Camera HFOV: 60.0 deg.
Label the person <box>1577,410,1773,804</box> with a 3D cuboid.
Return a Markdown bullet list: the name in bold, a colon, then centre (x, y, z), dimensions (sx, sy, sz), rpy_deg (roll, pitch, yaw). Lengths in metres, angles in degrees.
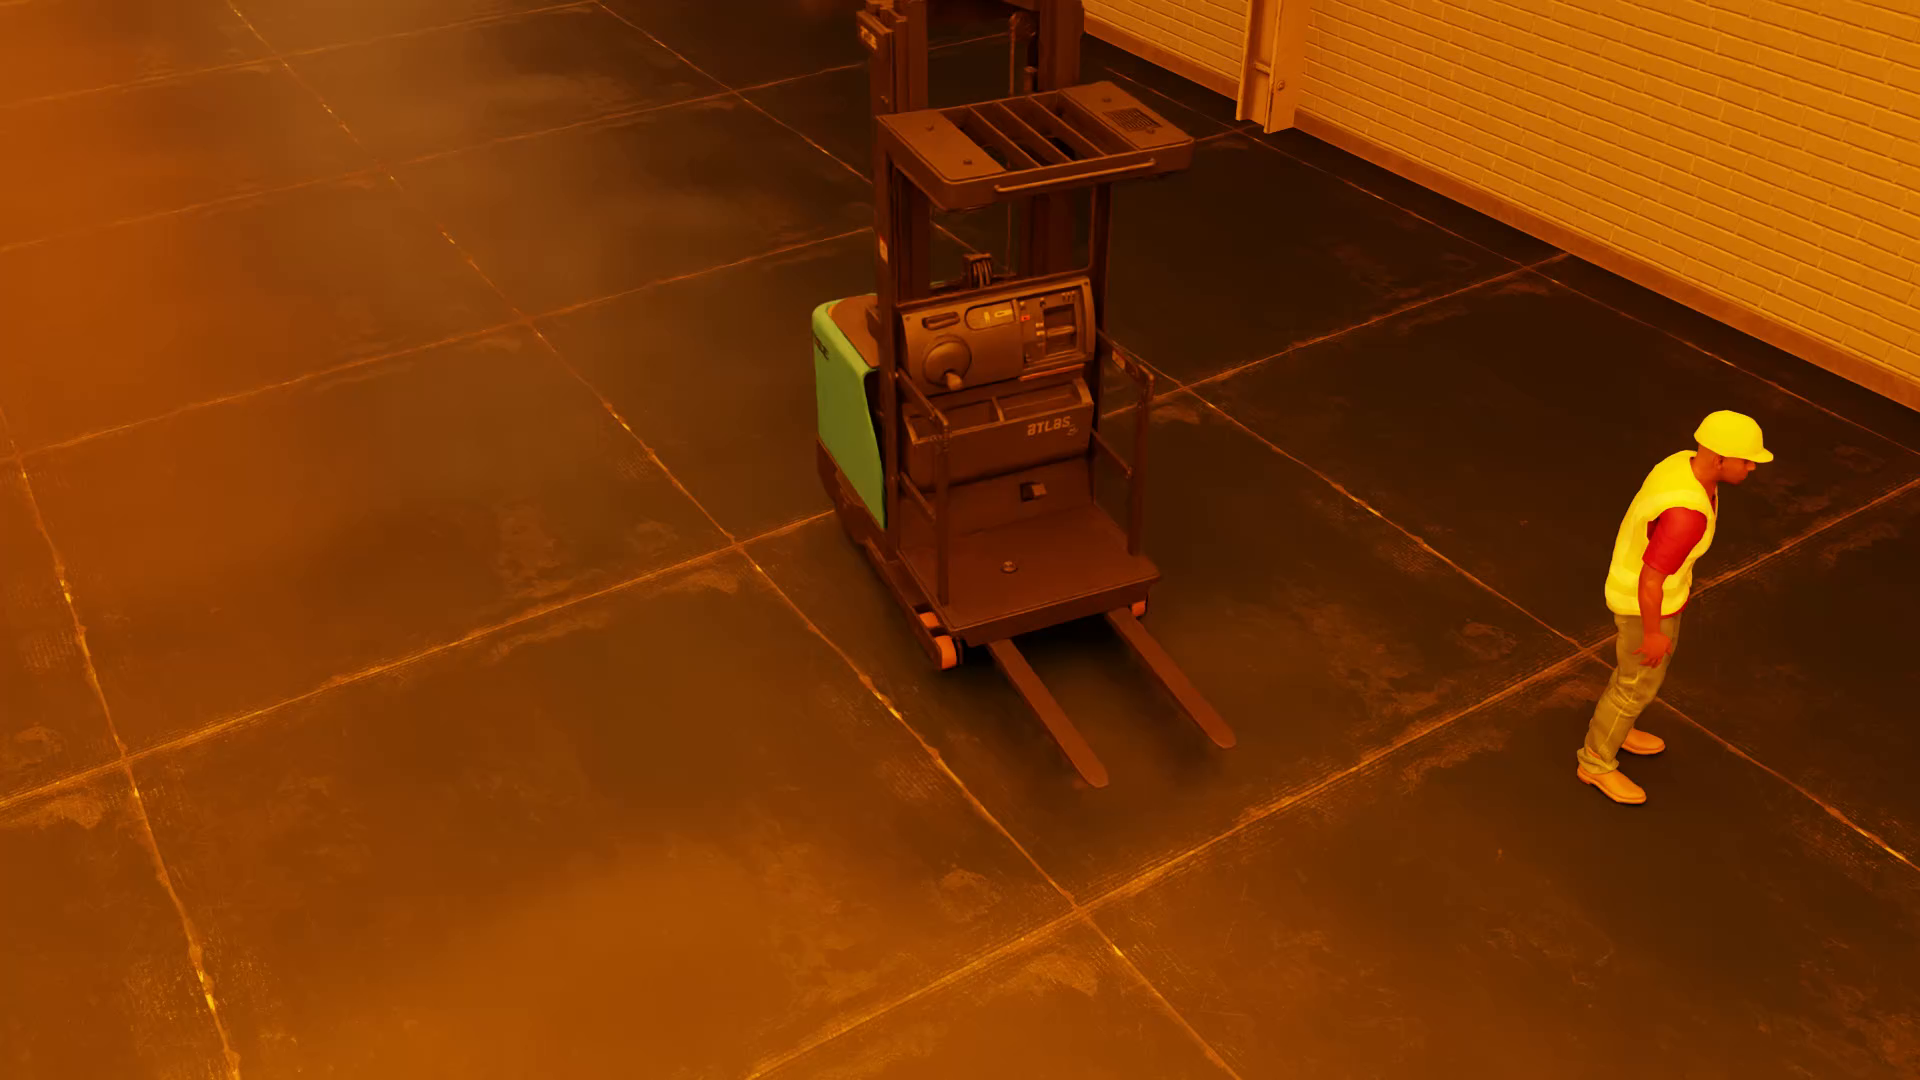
- **person**: centre (2.884, 0.239, 6.830), dimensions (0.461, 1.759, 0.631), rpy_deg (17, 39, 23)

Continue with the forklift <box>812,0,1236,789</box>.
- **forklift**: centre (0.269, -0.869, 7.384), dimensions (1.130, 2.935, 3.031), rpy_deg (-14, 37, -19)
